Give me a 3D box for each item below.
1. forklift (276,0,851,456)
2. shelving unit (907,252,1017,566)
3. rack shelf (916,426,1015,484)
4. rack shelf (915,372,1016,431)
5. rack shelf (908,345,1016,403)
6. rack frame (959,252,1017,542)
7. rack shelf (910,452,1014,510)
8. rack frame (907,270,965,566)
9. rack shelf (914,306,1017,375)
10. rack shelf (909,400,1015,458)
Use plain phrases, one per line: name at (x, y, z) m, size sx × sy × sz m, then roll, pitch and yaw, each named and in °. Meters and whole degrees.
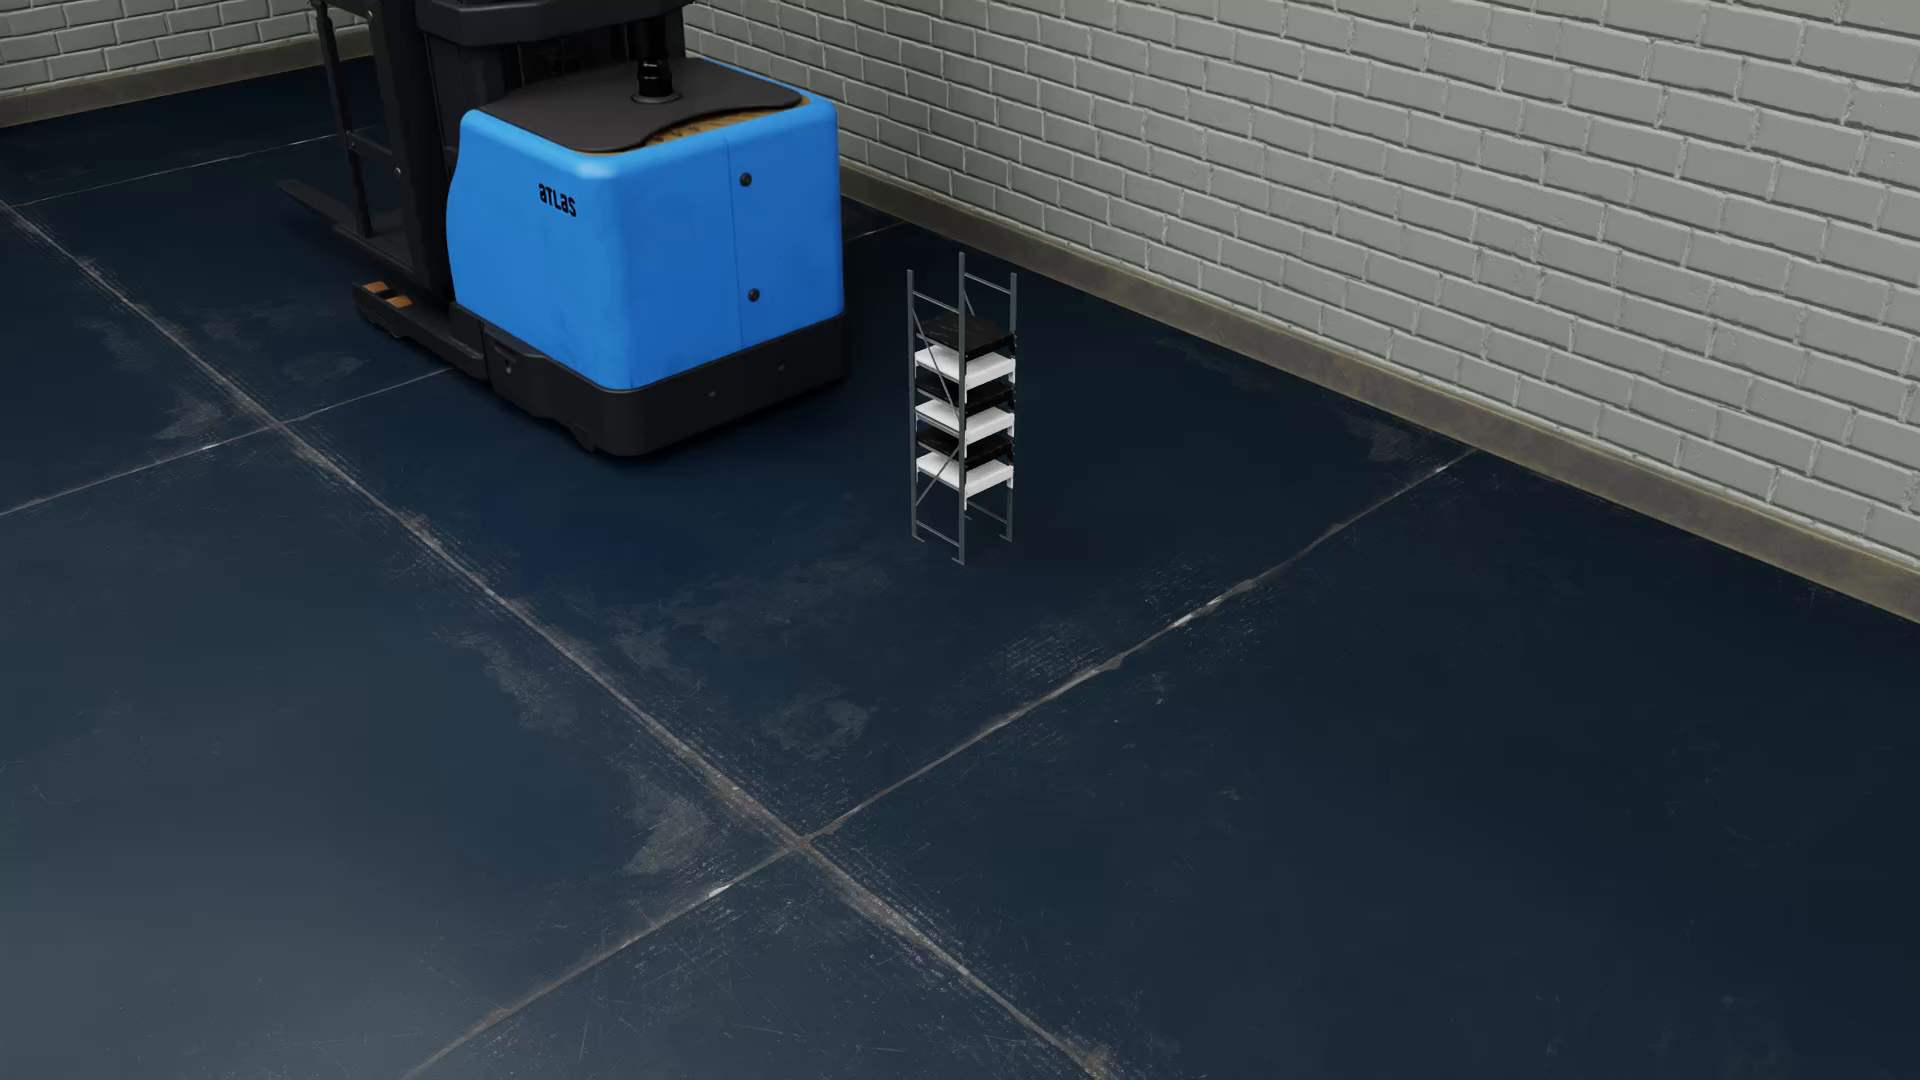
forklift at (-1.780, -2.207, 6.050) m, size 1.130 × 2.935 × 3.031 m, roll -26°, pitch 40°, yaw -36°
shelving unit at (0.006, -0.387, 5.020) m, size 0.210 × 0.900 × 0.258 m, roll -26°, pitch 40°, yaw -35°
rack shelf at (0.006, -0.282, 5.084) m, size 0.200 × 0.077 × 0.258 m, roll -26°, pitch 40°, yaw -35°
rack shelf at (0.006, -0.435, 4.990) m, size 0.200 × 0.077 × 0.258 m, roll -26°, pitch 40°, yaw -35°
rack shelf at (0.006, -0.512, 4.943) m, size 0.200 × 0.077 × 0.258 m, roll -26°, pitch 40°, yaw -35°
rack frame at (0.081, -0.423, 5.079) m, size 0.006 × 0.900 × 0.240 m, roll -26°, pitch 40°, yaw -35°
rack shelf at (0.006, -0.205, 5.131) m, size 0.200 × 0.077 × 0.258 m, roll -26°, pitch 40°, yaw -35°
rack frame at (-0.069, -0.351, 4.961) m, size 0.006 × 0.900 × 0.240 m, roll -26°, pitch 40°, yaw -35°
rack shelf at (0.006, -0.589, 4.896) m, size 0.200 × 0.077 × 0.258 m, roll -26°, pitch 40°, yaw -35°
rack shelf at (0.006, -0.358, 5.037) m, size 0.200 × 0.077 × 0.258 m, roll -26°, pitch 40°, yaw -35°
